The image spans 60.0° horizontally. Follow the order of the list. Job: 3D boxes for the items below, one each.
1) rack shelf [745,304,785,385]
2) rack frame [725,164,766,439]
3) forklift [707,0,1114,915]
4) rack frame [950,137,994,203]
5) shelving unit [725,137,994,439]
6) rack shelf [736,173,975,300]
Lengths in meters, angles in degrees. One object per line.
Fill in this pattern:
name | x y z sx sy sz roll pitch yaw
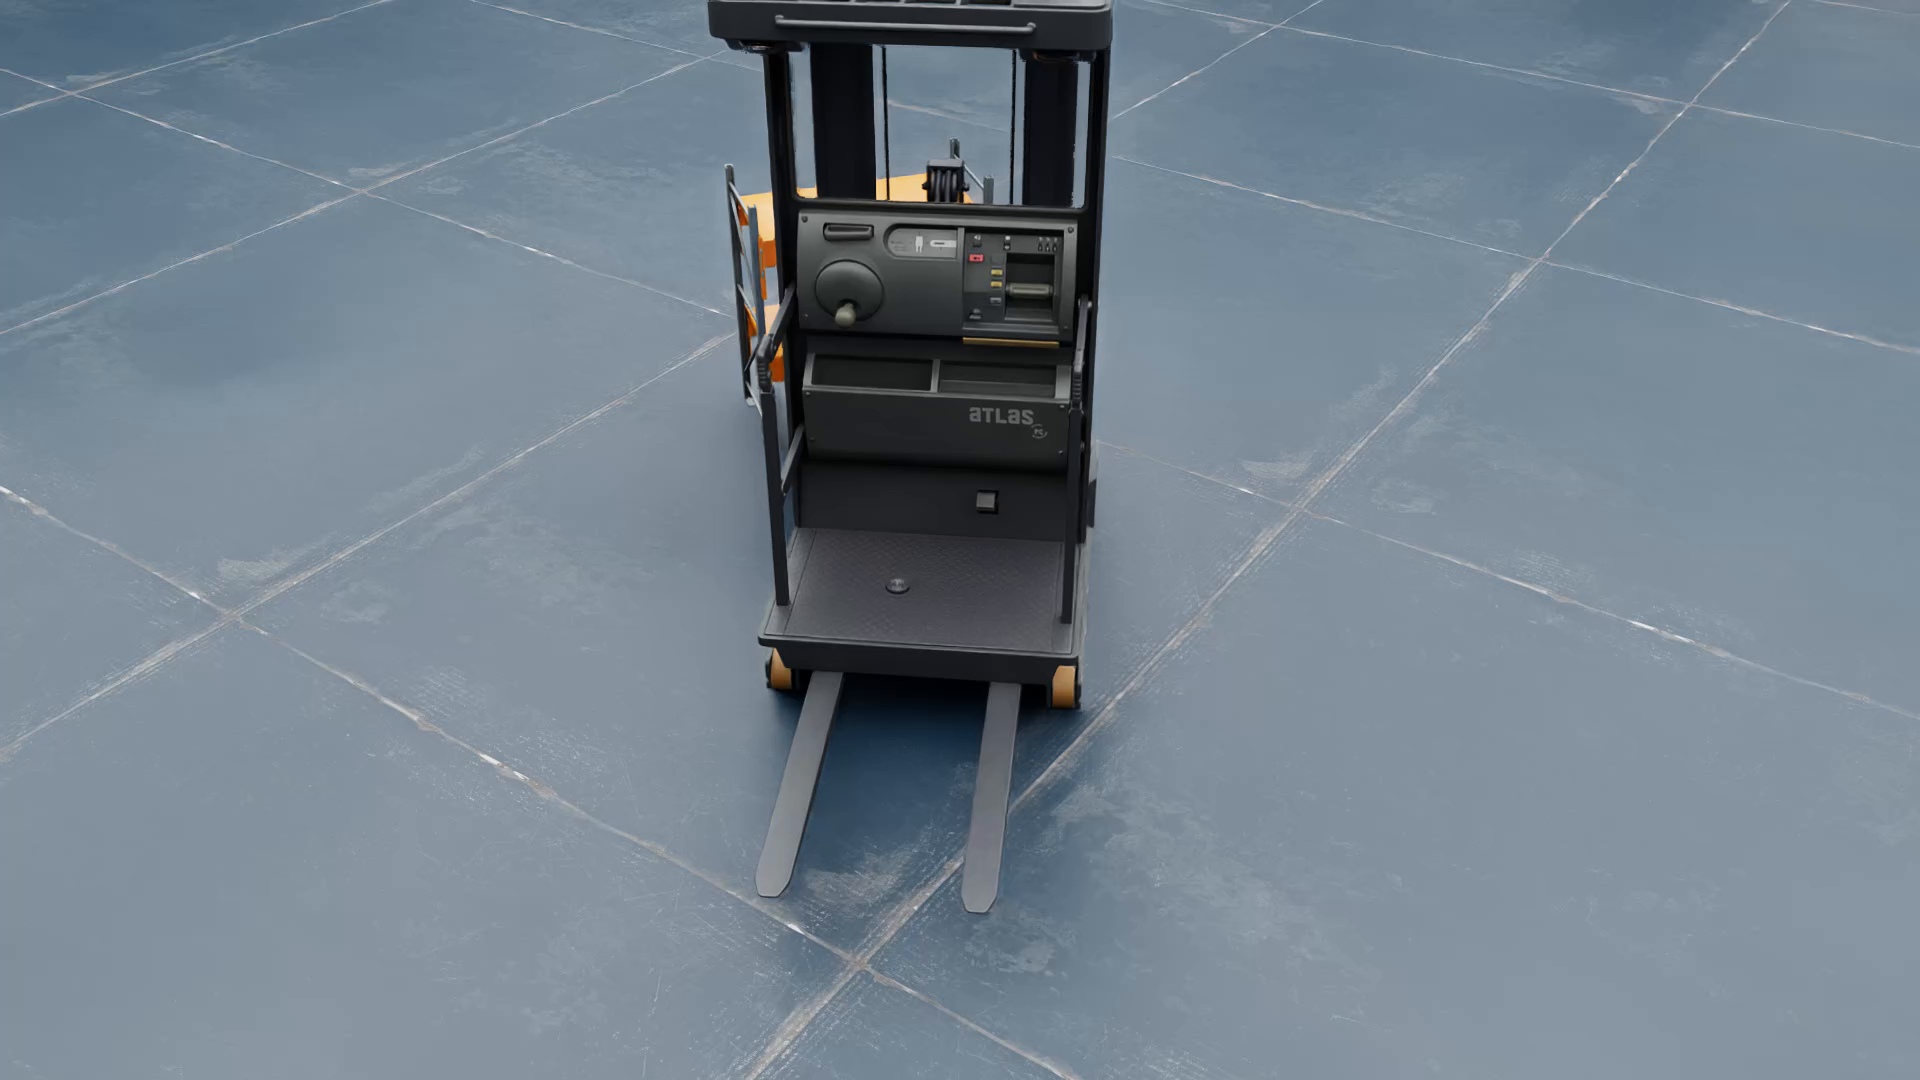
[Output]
rack shelf | -0.432 -0.897 7.506 1.000 0.278 0.538 -11 35 -15
rack frame | -0.914 -1.010 7.237 0.032 1.125 0.500 -11 35 -15
forklift | -0.099 -0.821 5.348 1.130 2.935 3.031 3 34 5
rack frame | 0.050 -1.190 7.503 0.032 1.125 0.500 -11 35 -15
shelving unit | -0.432 -1.100 7.370 1.048 1.125 0.538 -11 35 -15
rack shelf | -0.432 -1.343 7.207 1.000 0.278 0.538 -11 35 -15
